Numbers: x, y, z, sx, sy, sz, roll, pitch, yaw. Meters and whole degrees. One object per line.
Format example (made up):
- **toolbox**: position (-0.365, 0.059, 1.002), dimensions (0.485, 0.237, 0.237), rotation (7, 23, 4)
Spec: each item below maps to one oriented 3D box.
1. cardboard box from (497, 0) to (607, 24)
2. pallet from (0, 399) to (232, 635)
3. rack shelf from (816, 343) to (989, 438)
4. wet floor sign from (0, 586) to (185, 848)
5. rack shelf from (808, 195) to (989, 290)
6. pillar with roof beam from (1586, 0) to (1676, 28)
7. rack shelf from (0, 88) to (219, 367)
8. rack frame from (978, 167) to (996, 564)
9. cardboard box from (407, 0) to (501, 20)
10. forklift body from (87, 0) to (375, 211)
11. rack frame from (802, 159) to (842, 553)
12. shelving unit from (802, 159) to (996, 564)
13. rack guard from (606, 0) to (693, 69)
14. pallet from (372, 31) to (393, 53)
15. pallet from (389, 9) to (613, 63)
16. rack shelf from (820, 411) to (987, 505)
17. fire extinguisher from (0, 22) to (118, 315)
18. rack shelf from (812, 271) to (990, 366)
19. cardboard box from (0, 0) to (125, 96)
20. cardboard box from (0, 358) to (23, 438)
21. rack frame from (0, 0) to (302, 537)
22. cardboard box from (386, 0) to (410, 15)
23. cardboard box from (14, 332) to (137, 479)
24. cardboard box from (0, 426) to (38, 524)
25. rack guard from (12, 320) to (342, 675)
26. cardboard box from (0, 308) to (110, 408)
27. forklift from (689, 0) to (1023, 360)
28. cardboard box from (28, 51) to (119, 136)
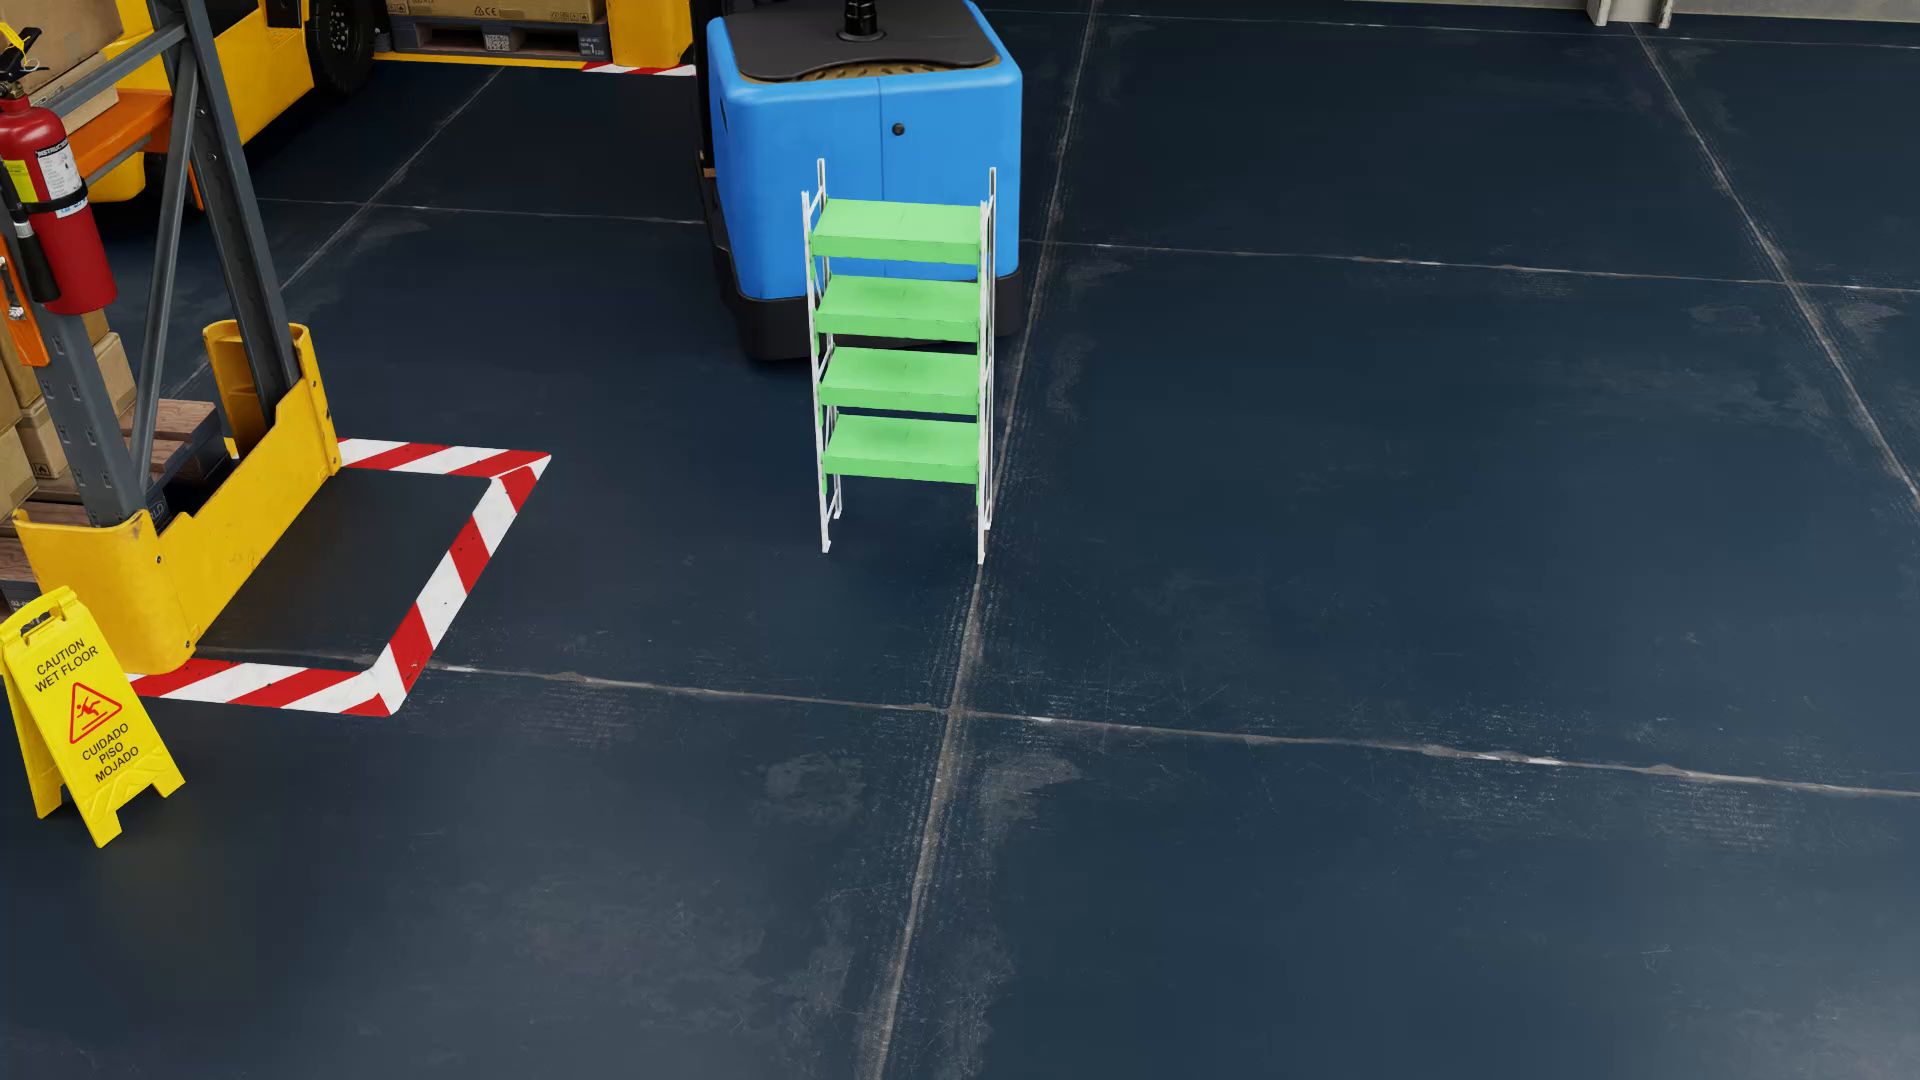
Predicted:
- **cardboard box**: position (-2.124, -2.942, 8.795), dimensions (0.500, 0.250, 0.500), rotation (5, 36, 6)
- **pallet**: position (-3.123, -0.128, 5.248), dimensions (1.213, 0.211, 1.003), rotation (4, 36, 6)
- **rack shelf**: position (-0.164, -0.449, 4.956), dimensions (0.480, 0.148, 0.258), rotation (4, 36, 6)
- **wet floor sign**: position (-2.194, 0.412, 4.118), dimensions (0.232, 0.644, 0.267), rotation (17, 39, 22)
- **rack shelf**: position (-0.164, -0.839, 4.677), dimensions (0.480, 0.148, 0.258), rotation (4, 36, 6)
- **pillar with roof beam**: position (3.209, -4.126, 3.284), dimensions (0.400, 9.000, 9.100), rotation (4, 36, 6)
- **rack shelf**: position (-4.230, -1.032, 4.734), dimensions (4.000, 0.370, 1.077), rotation (4, 36, 6)
- **rack frame**: position (0.078, -0.483, 4.893), dimensions (0.015, 1.200, 0.240), rotation (4, 36, 6)
- **cardboard box**: position (-2.616, -2.984, 8.855), dimensions (0.500, 0.250, 0.500), rotation (4, 36, 6)
- **forklift body**: position (-3.731, -2.781, 7.295), dimensions (1.214, 2.155, 2.313), rotation (4, 36, 6)
- **rack frame**: position (-0.406, -0.519, 4.944), dimensions (0.015, 1.200, 0.240), rotation (4, 36, 6)
- **shelving unit**: position (-0.164, -0.501, 4.919), dimensions (0.503, 1.200, 0.258), rotation (4, 36, 6)
- **rack guard**: position (-1.594, -3.018, 9.049), dimensions (0.348, 0.500, 1.175), rotation (4, 36, 6)
- **pallet**: position (-3.589, -3.027, 9.309), dimensions (1.213, 0.211, 1.003), rotation (4, 36, 6)
- **pallet**: position (-2.382, -2.935, 9.180), dimensions (1.213, 0.211, 1.003), rotation (4, 36, 6)
- **rack shelf**: position (-0.164, -0.253, 5.095), dimensions (0.480, 0.148, 0.258), rotation (4, 36, 6)
- **fire extinguisher**: position (-2.192, -0.872, 3.956), dimensions (0.183, 0.674, 0.296), rotation (4, 36, 6)
- **rack shelf**: position (-0.164, -0.644, 4.816), dimensions (0.480, 0.148, 0.258), rotation (4, 36, 6)
- **cardboard box**: position (-2.681, -1.534, 4.475), dimensions (0.500, 0.500, 0.500), rotation (4, 36, 5)
- **cardboard box**: position (-3.074, -0.443, 4.649), dimensions (0.500, 0.500, 0.500), rotation (4, 36, 6)
- **rack frame**: position (-2.247, -1.177, 4.317), dimensions (0.127, 3.000, 1.000), rotation (4, 36, 6)
- **cardboard box**: position (-3.111, -3.026, 8.914), dimensions (0.500, 0.250, 0.500), rotation (5, 36, 6)
- **cardboard box**: position (-3.011, -0.448, 5.301), dimensions (0.500, 0.250, 0.500), rotation (4, 36, 6)
- **cardboard box**: position (-3.106, -0.135, 4.863), dimensions (0.500, 0.250, 0.500), rotation (4, 36, 6)
- **rack guard**: position (-2.322, -0.165, 5.051), dimensions (0.348, 0.500, 1.175), rotation (4, 36, 6)
- **cardboard box**: position (-3.035, -0.755, 5.085), dimensions (0.500, 0.500, 0.500), rotation (3, 36, 4)
- **forklift**: position (-0.579, -2.699, 6.508), dimensions (1.130, 2.935, 3.031), rotation (-7, 36, -10)
- **cardboard box**: position (-2.557, -1.219, 4.593), dimensions (0.250, 0.149, 0.380), rotation (4, 36, 6)
